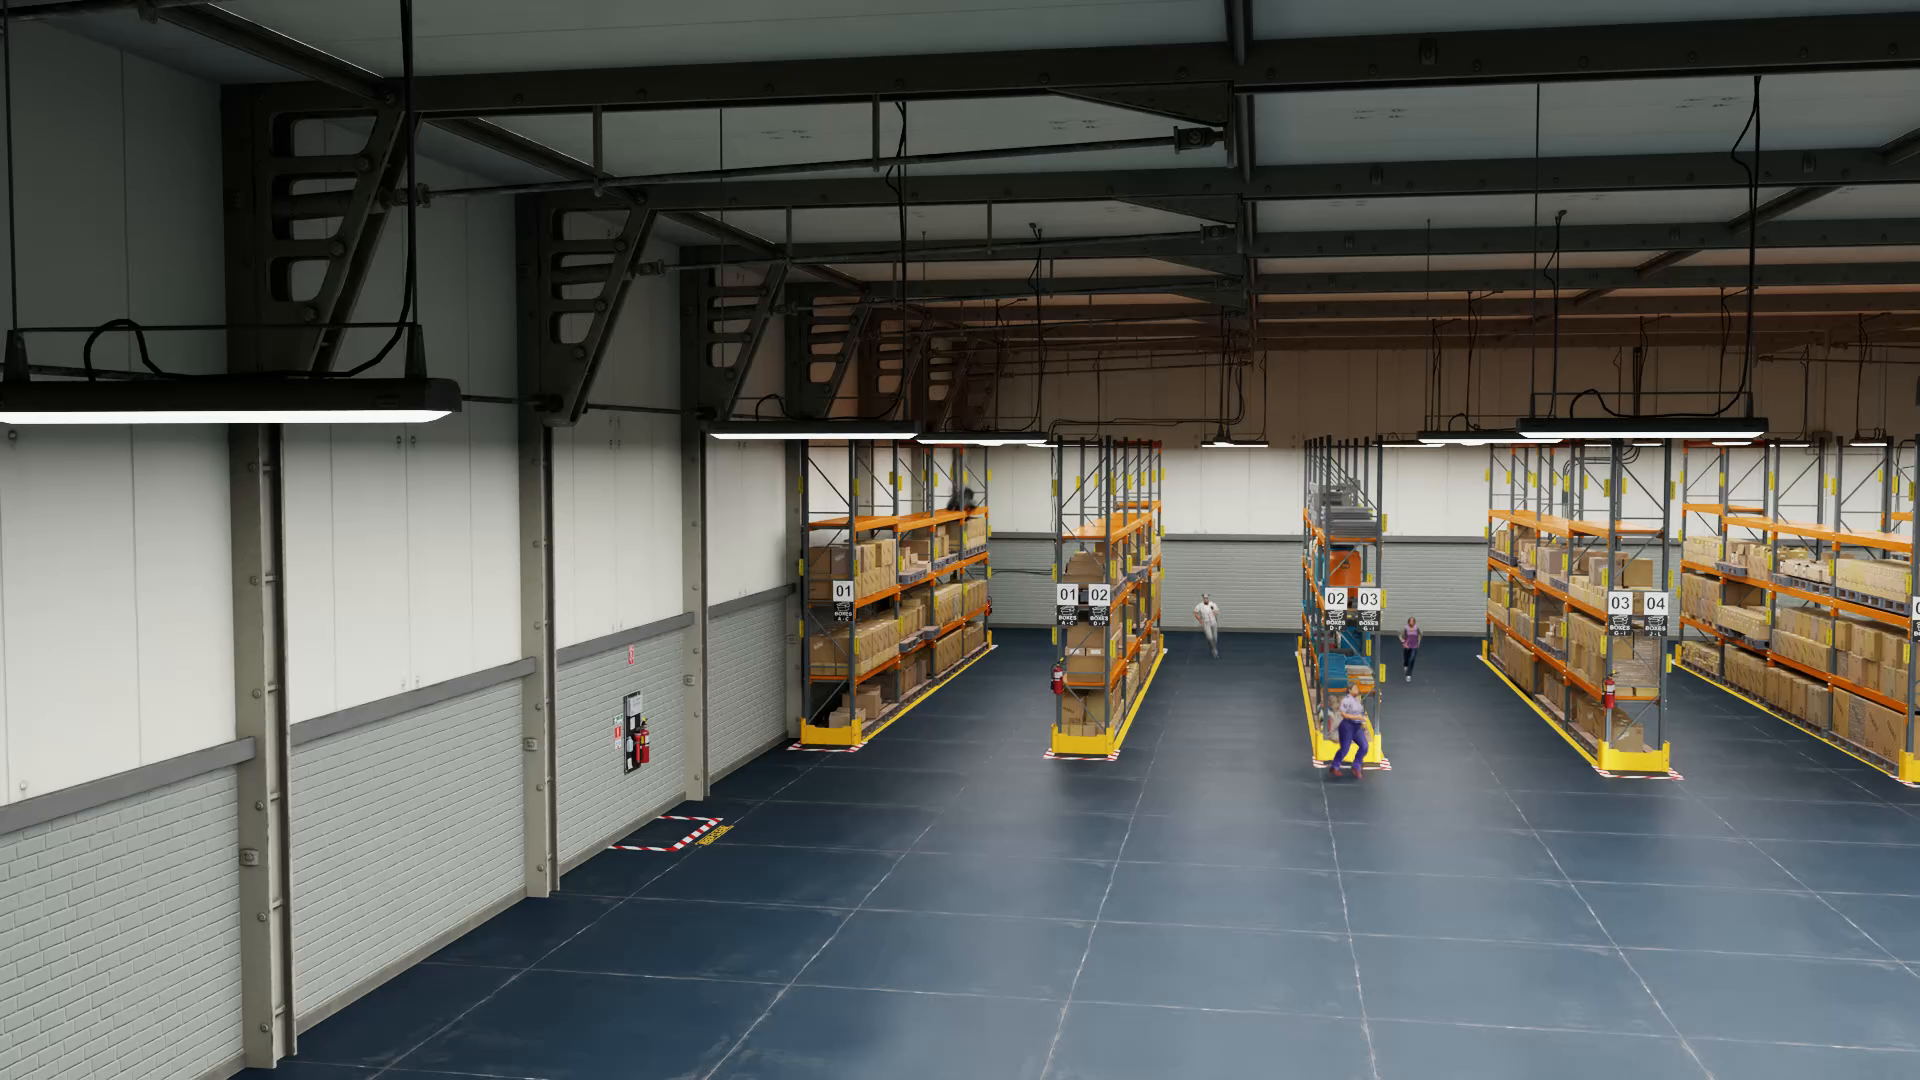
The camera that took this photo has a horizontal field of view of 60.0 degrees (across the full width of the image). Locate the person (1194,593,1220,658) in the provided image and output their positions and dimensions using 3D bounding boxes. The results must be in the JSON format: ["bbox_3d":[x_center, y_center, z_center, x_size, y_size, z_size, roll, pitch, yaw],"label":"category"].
[{"bbox_3d":[6.883,2.370,46.156,0.679,1.816,0.739,0,3,-9],"label":"person"}]

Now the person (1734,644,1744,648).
[{"bbox_3d":[21.084,2.477,44.765,0.726,1.684,0.554,-1,3,-17],"label":"person"}]

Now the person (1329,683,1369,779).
[{"bbox_3d":[6.834,3.340,29.081,0.608,1.693,0.660,-3,4,-43],"label":"person"}]

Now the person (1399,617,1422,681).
[{"bbox_3d":[11.251,2.703,41.567,0.566,1.584,0.769,0,3,6],"label":"person"}]
